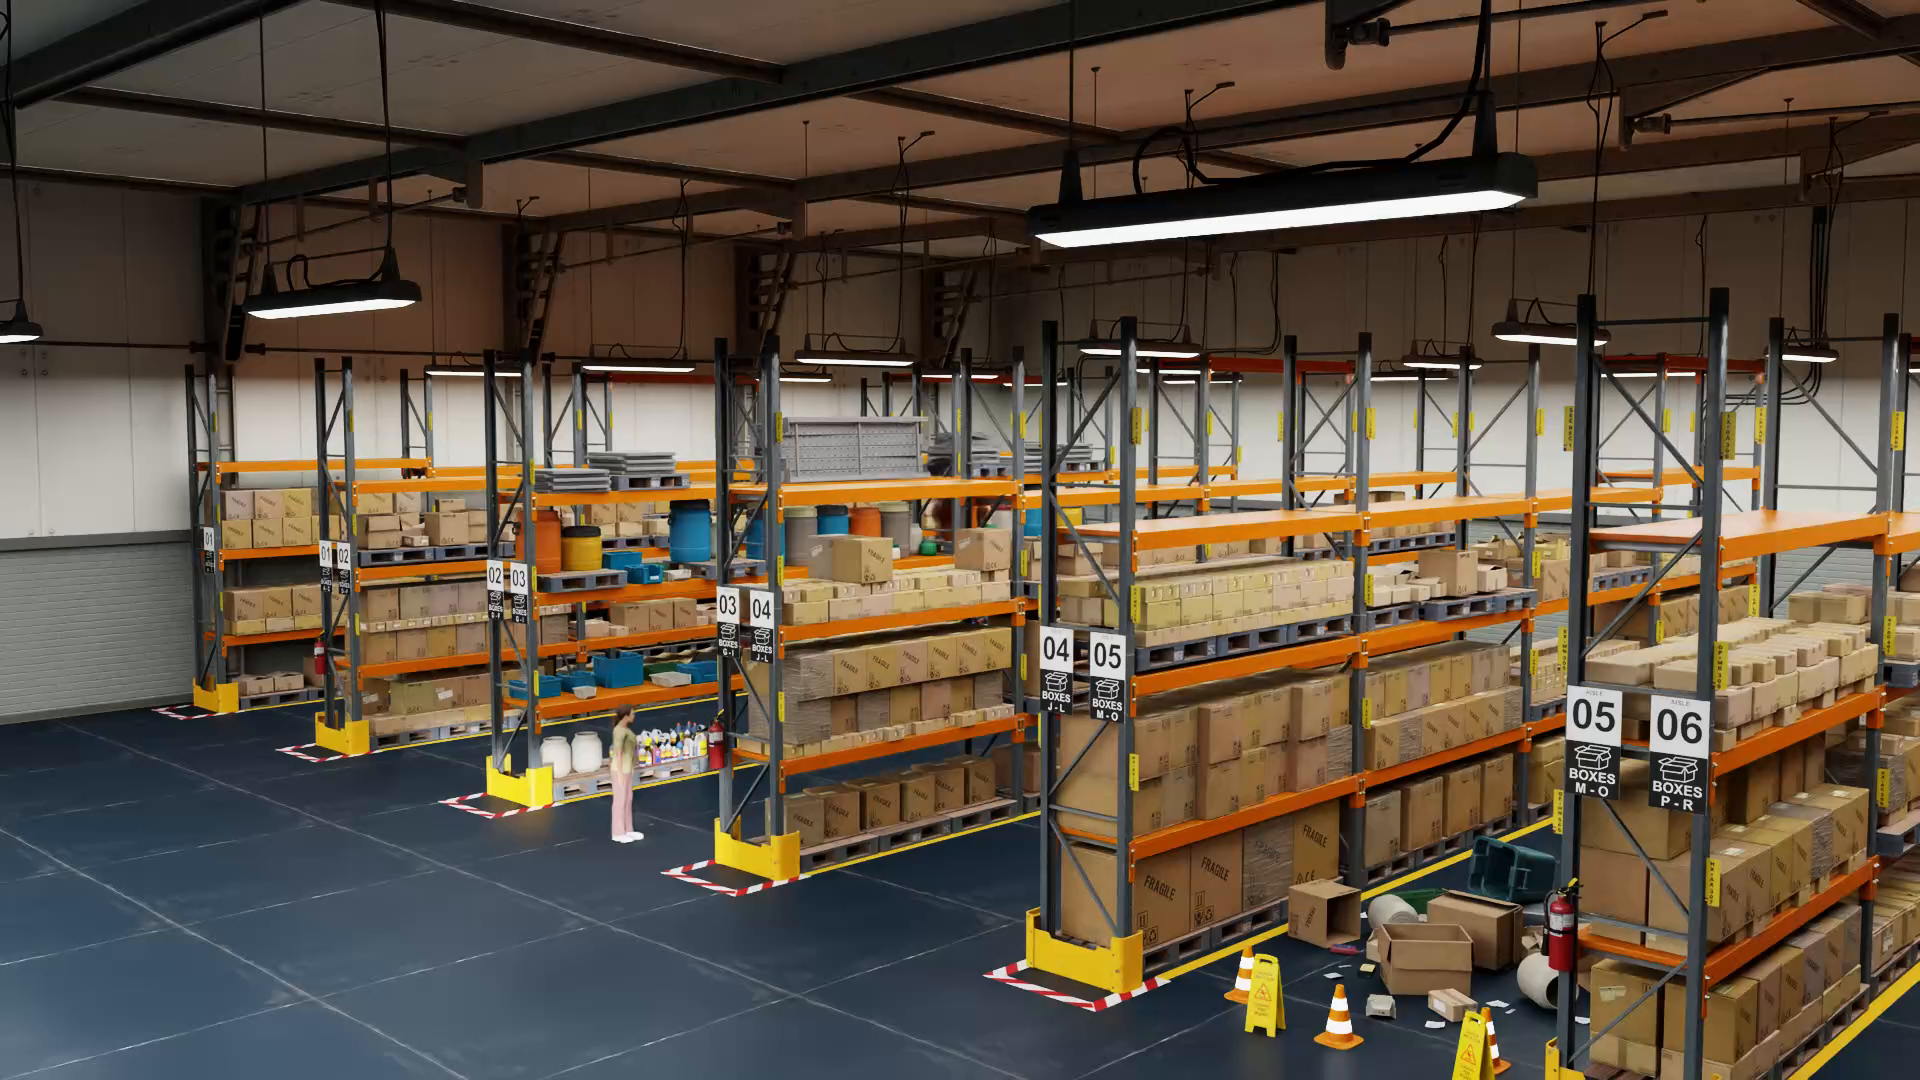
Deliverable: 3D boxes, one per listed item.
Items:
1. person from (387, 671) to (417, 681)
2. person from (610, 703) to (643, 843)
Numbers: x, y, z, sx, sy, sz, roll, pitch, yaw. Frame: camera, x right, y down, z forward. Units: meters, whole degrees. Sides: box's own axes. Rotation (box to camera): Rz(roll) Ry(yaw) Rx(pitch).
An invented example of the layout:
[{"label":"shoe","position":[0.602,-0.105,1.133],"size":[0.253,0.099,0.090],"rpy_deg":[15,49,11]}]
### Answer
[{"label":"person","position":[-9.388,2.224,27.996],"size":[0.513,1.607,0.329],"rpy_deg":[-3,5,-34]},{"label":"person","position":[-4.025,2.795,19.999],"size":[0.363,1.688,0.463],"rpy_deg":[0,4,-4]}]
